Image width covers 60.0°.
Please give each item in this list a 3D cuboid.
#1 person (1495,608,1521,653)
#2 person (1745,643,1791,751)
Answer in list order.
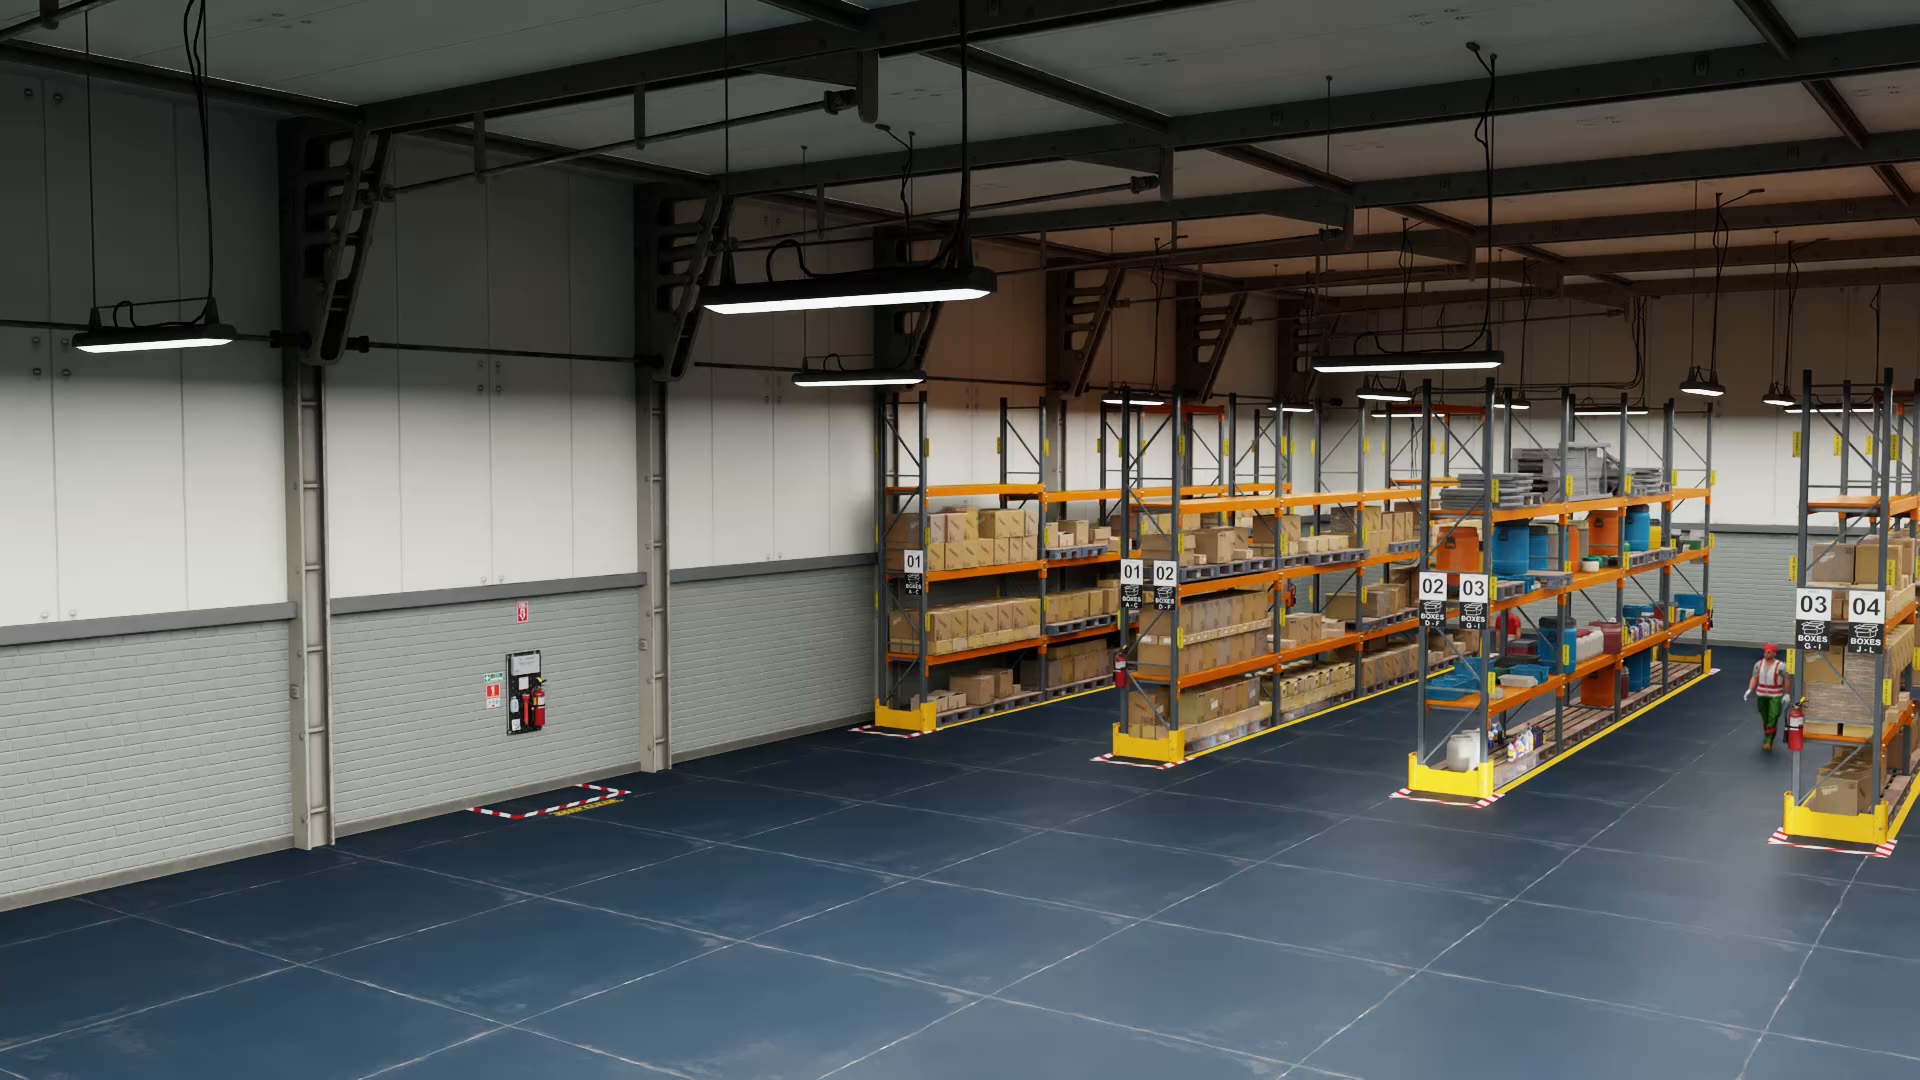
[{"bbox_3d":[11.595,2.191,35.146,0.609,1.722,0.533,2,4,38],"label":"person"},{"bbox_3d":[13.429,2.578,27.658,0.652,1.726,1.067,2,4,37],"label":"person"}]
